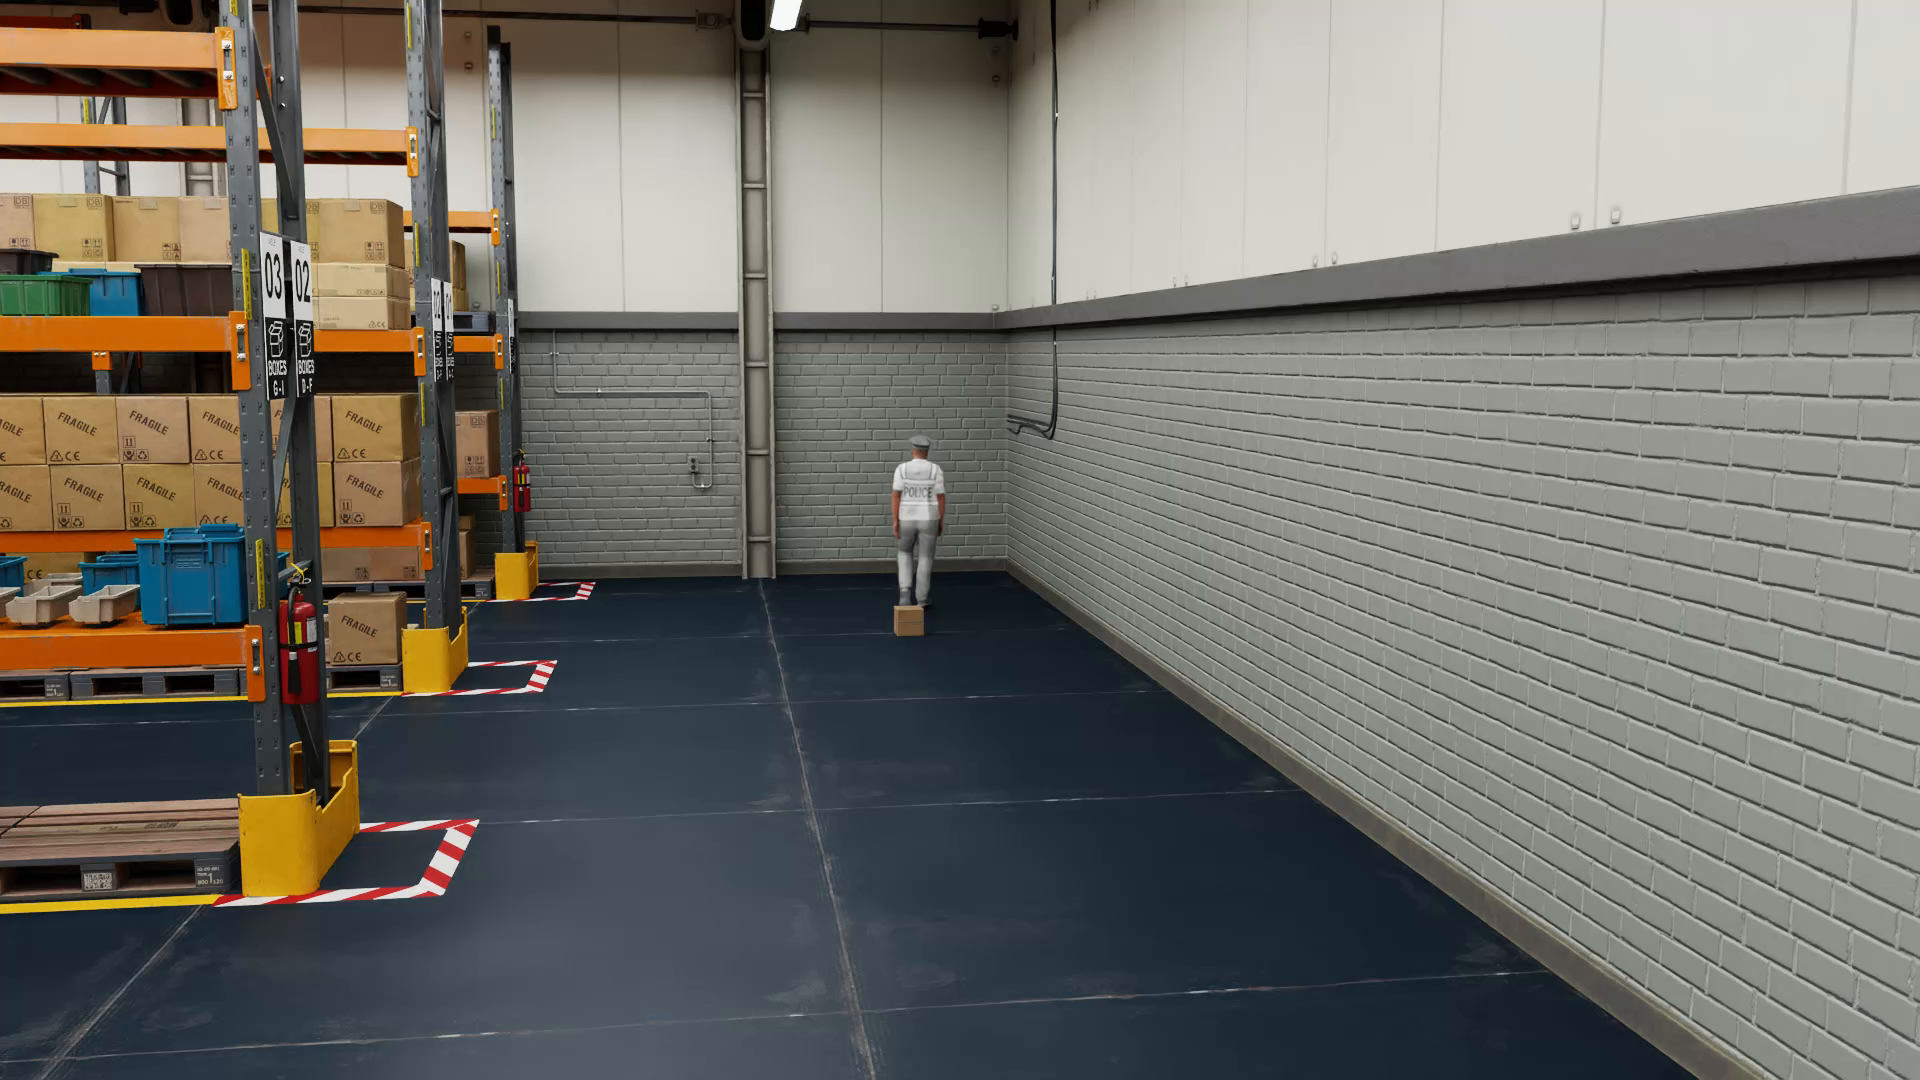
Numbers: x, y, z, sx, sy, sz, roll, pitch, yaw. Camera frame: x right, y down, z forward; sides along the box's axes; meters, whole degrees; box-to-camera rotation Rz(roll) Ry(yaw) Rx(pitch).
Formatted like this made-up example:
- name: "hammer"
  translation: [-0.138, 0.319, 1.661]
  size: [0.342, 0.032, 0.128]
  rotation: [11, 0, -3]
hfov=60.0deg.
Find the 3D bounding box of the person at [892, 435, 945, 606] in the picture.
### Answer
- name: "person"
  translation: [-0.420, -0.174, 17.166]
  size: [0.545, 1.820, 0.473]
  rotation: [1, 6, 5]
